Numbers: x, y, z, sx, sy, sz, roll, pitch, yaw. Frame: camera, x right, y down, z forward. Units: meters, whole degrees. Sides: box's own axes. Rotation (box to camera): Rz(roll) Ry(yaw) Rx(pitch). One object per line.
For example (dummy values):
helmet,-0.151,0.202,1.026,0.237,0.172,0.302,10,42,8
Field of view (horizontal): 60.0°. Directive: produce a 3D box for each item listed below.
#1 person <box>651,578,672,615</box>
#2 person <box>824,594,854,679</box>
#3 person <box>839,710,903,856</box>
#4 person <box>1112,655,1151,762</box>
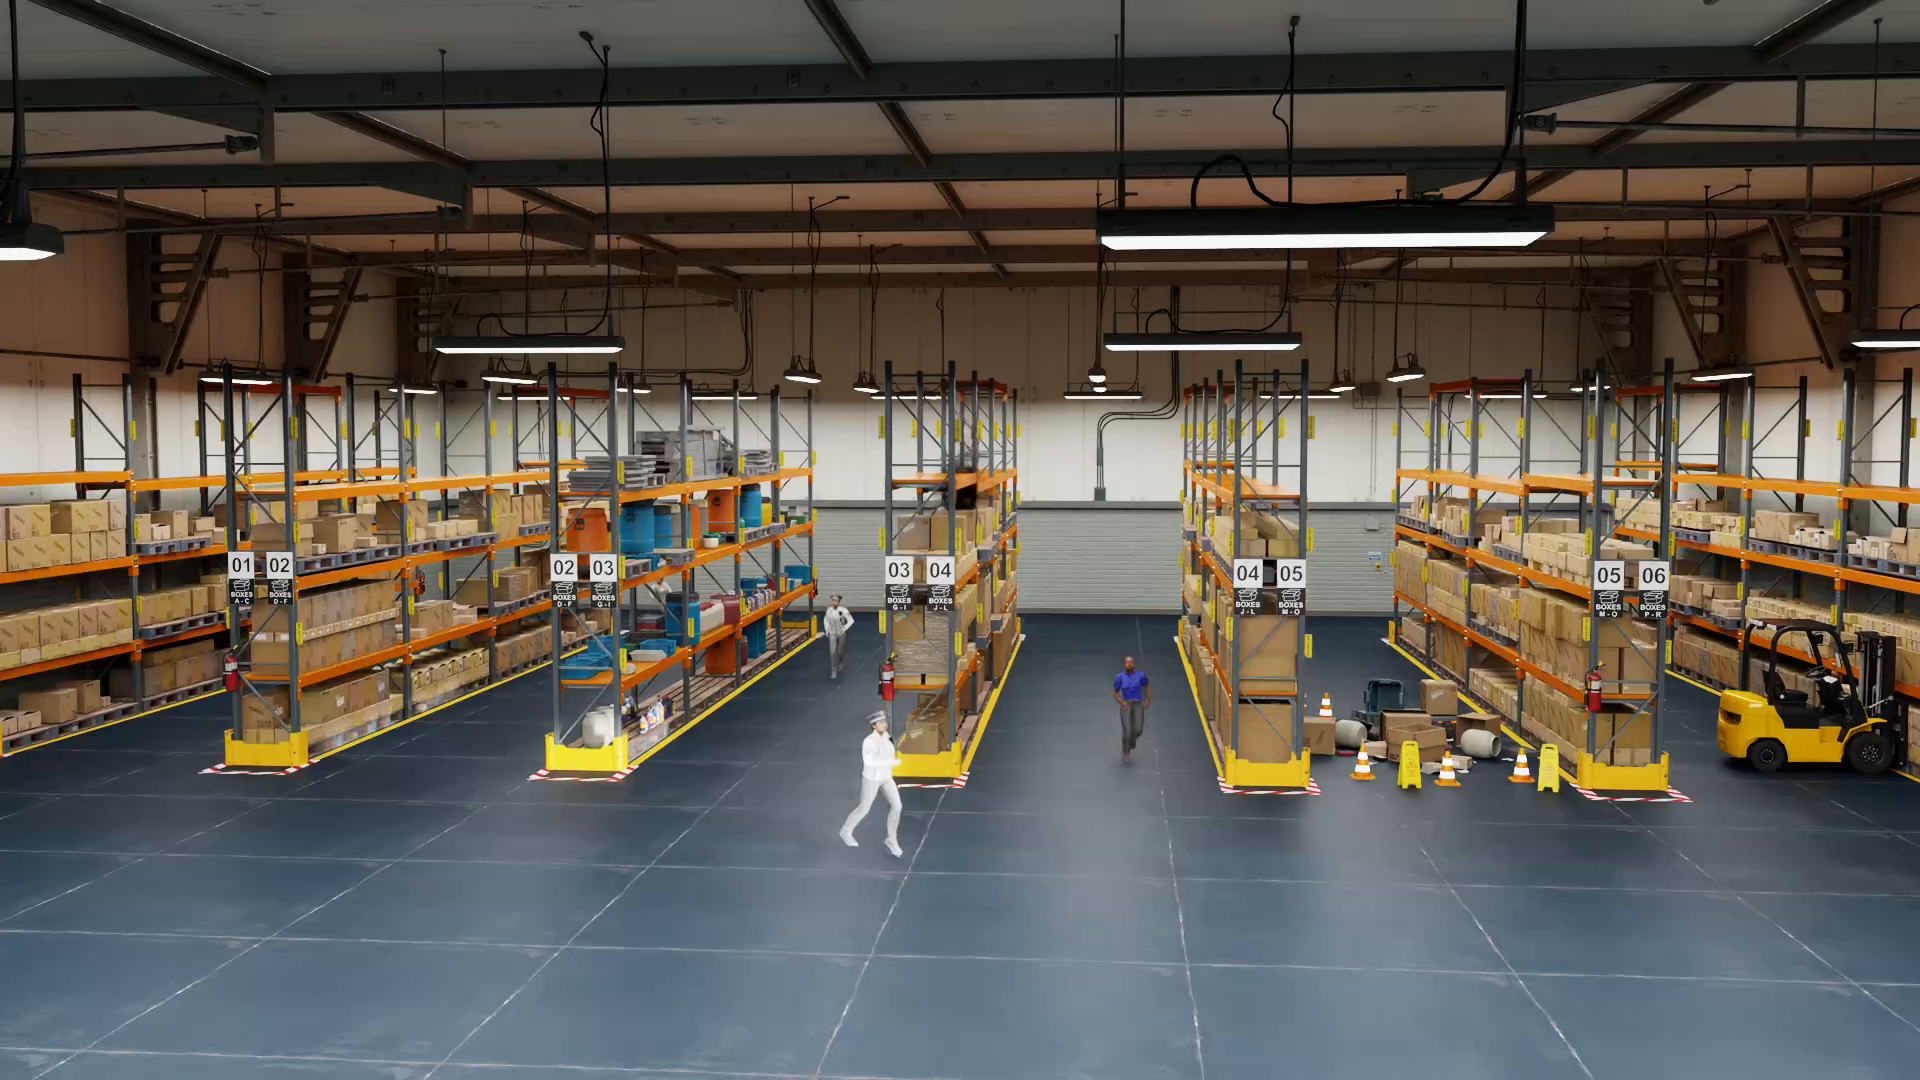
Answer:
person,-7.300,1.566,41.108,0.660,1.477,0.483,-2,4,-29
person,-2.471,1.949,33.823,0.635,1.729,0.717,0,4,7
person,-1.006,2.864,19.734,0.878,1.736,0.622,3,5,39
person,2.600,2.553,25.173,0.597,1.622,0.621,0,4,0
